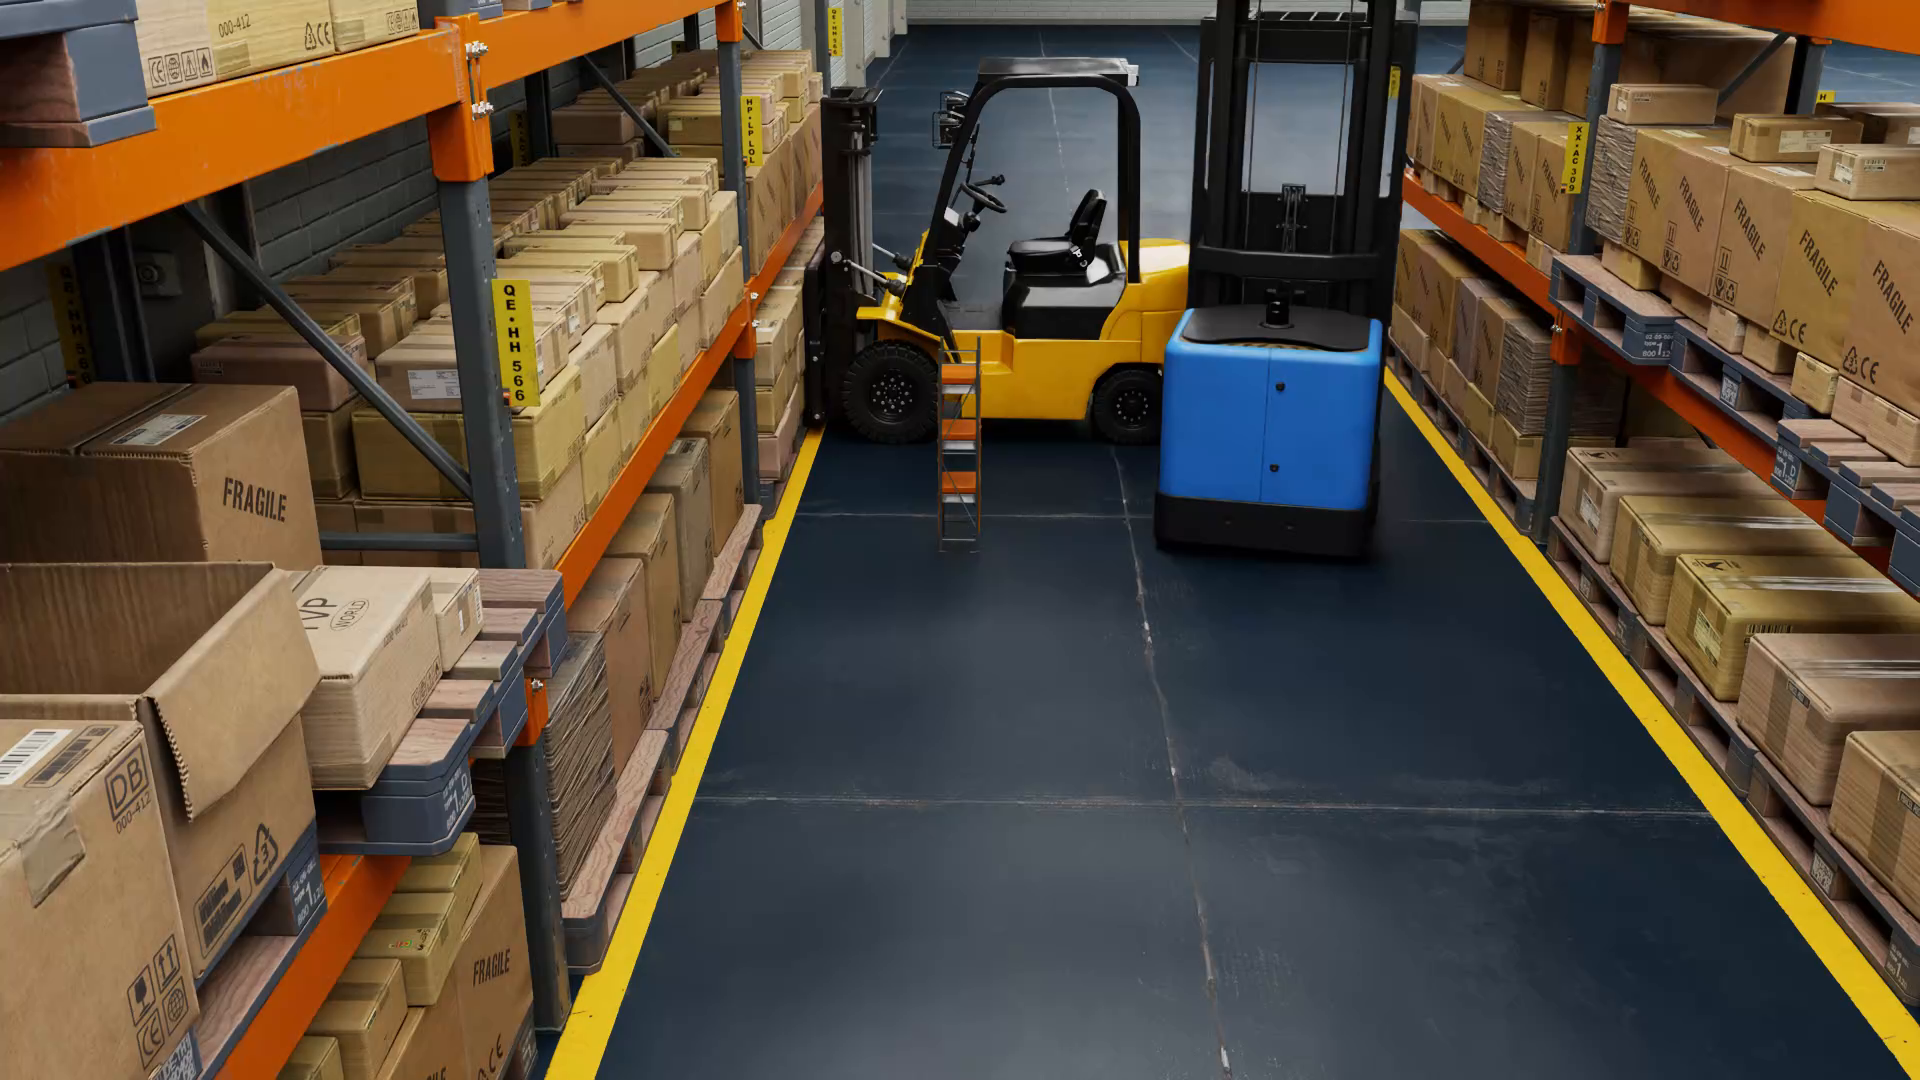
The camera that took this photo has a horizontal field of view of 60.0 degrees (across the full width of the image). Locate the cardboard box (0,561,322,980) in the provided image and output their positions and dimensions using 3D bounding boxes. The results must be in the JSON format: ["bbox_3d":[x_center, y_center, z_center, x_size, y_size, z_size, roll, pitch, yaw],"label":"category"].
[{"bbox_3d":[-1.519,0.358,2.735,0.797,0.503,0.637,0,21,0],"label":"cardboard box"}]

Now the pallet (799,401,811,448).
[{"bbox_3d":[-1.432,-0.866,10.468,1.003,0.211,1.213,1,21,2],"label":"pallet"}]

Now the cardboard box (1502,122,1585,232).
[{"bbox_3d":[3.203,-1.918,8.776,0.500,0.500,0.500,1,21,3],"label":"cardboard box"}]

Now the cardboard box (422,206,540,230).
[{"bbox_3d":[-1.849,-1.200,6.440,0.380,0.149,0.250,0,21,1],"label":"cardboard box"}]

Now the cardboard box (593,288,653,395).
[{"bbox_3d":[-1.346,-0.681,5.653,0.500,0.250,0.500,0,21,0],"label":"cardboard box"}]

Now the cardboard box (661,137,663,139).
[{"bbox_3d":[-1.821,-2.185,8.978,0.380,0.149,0.250,1,21,2],"label":"cardboard box"}]

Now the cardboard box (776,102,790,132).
[{"bbox_3d":[-1.193,-2.457,9.678,0.380,0.149,0.250,0,21,1],"label":"cardboard box"}]

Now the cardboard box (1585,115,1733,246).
[{"bbox_3d":[3.128,-1.598,7.370,0.500,0.500,0.500,1,21,3],"label":"cardboard box"}]

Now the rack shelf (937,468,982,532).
[{"bbox_3d":[-0.002,-0.201,8.394,0.215,0.259,0.240,1,21,2],"label":"rack shelf"}]

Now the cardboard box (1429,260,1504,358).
[{"bbox_3d":[3.215,-1.425,10.239,0.500,0.500,0.500,1,21,3],"label":"cardboard box"}]

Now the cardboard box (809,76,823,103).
[{"bbox_3d":[-1.119,-3.010,11.106,0.380,0.149,0.250,1,21,2],"label":"cardboard box"}]

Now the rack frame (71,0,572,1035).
[{"bbox_3d":[-1.654,0.010,4.356,1.000,3.000,0.127,1,21,2],"label":"rack frame"}]

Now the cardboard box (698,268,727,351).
[{"bbox_3d":[-1.296,-0.999,7.165,0.500,0.250,0.500,1,21,1],"label":"cardboard box"}]

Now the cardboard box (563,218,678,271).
[{"bbox_3d":[-1.261,-1.100,6.183,0.380,0.149,0.250,0,21,0],"label":"cardboard box"}]

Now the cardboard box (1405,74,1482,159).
[{"bbox_3d":[3.259,-2.846,11.169,0.500,0.500,0.500,0,21,1],"label":"cardboard box"}]

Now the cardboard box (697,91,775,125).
[{"bbox_3d":[-1.199,-2.316,8.904,0.380,0.149,0.250,1,21,3],"label":"cardboard box"}]

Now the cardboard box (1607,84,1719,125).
[{"bbox_3d":[3.061,-1.900,7.253,0.380,0.149,0.250,1,21,1],"label":"cardboard box"}]

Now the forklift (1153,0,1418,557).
[{"bbox_3d":[1.840,-1.786,9.080,1.130,2.935,3.031,5,22,13],"label":"forklift"}]

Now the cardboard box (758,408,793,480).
[{"bbox_3d":[-1.187,-0.521,8.947,0.500,0.250,0.500,1,21,2],"label":"cardboard box"}]

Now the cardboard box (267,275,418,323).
[{"bbox_3d":[-1.944,-0.737,5.247,0.380,0.149,0.250,0,21,1],"label":"cardboard box"}]

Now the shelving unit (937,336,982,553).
[{"bbox_3d":[-0.002,-0.470,8.289,0.215,1.050,0.252,1,21,2],"label":"shelving unit"}]

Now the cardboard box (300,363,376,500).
[{"bbox_3d":[-1.918,-0.319,4.720,0.500,0.250,0.500,1,21,3],"label":"cardboard box"}]

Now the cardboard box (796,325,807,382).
[{"bbox_3d":[-1.169,-1.118,9.794,0.500,0.250,0.500,0,21,1],"label":"cardboard box"}]

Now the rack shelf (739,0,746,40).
[{"bbox_3d":[-1.472,-3.222,9.535,1.077,0.370,4.000,1,21,2],"label":"rack shelf"}]

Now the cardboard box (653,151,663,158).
[{"bbox_3d":[-1.770,-1.828,8.956,0.500,0.500,0.500,1,21,2],"label":"cardboard box"}]

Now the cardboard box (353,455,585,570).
[{"bbox_3d":[-1.396,-0.078,4.790,0.500,0.250,0.500,1,21,2],"label":"cardboard box"}]

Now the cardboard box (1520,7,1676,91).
[{"bbox_3d":[3.818,-2.925,9.989,0.700,0.500,0.500,0,21,1],"label":"cardboard box"}]

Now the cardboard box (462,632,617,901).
[{"bbox_3d":[-1.621,0.696,5.291,0.875,0.625,0.625,1,21,3],"label":"cardboard box"}]

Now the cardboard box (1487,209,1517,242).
[{"bbox_3d":[3.162,-1.753,9.247,0.380,0.149,0.250,0,21,1],"label":"cardboard box"}]

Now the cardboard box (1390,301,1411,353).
[{"bbox_3d":[3.250,-1.455,11.352,0.500,0.250,0.500,0,21,1],"label":"cardboard box"}]

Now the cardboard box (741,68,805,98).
[{"bbox_3d":[-1.150,-2.776,10.090,0.380,0.149,0.250,1,21,3],"label":"cardboard box"}]

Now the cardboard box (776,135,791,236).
[{"bbox_3d":[-1.244,-2.012,9.430,0.500,0.500,0.500,0,21,1],"label":"cardboard box"}]

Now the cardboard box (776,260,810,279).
[{"bbox_3d":[-1.151,-1.542,10.195,0.500,0.250,0.500,0,21,1],"label":"cardboard box"}]

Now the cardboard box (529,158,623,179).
[{"bbox_3d":[-1.758,-1.661,7.627,0.380,0.149,0.250,0,21,0],"label":"cardboard box"}]

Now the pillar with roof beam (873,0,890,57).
[{"bbox_3d":[2.700,-14.068,32.345,9.100,9.000,0.400,1,21,2],"label":"pillar with roof beam"}]

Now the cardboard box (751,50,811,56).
[{"bbox_3d":[-1.211,-3.238,11.282,0.380,0.149,0.250,1,21,2],"label":"cardboard box"}]

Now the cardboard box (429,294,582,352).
[{"bbox_3d":[-1.361,-0.641,4.999,0.380,0.149,0.250,1,21,3],"label":"cardboard box"}]

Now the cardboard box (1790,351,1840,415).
[{"bbox_3d":[2.991,-0.516,5.480,0.380,0.149,0.250,1,21,3],"label":"cardboard box"}]

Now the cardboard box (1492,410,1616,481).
[{"bbox_3d":[3.178,-0.514,8.927,0.500,0.250,0.500,2,21,4],"label":"cardboard box"}]

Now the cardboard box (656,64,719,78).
[{"bbox_3d":[-1.676,-2.876,10.349,0.380,0.149,0.250,1,21,3],"label":"cardboard box"}]

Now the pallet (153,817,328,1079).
[{"bbox_3d":[-1.709,0.803,2.579,1.003,0.211,1.213,1,21,2],"label":"pallet"}]

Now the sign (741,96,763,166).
[{"bbox_3d":[-0.990,-1.937,7.882,0.100,0.325,0.005,1,21,2],"label":"sign"}]

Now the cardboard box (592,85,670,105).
[{"bbox_3d":[-1.808,-2.414,9.156,0.380,0.149,0.250,0,21,1],"label":"cardboard box"}]

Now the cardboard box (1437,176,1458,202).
[{"bbox_3d":[3.223,-2.220,10.451,0.380,0.149,0.250,1,21,3],"label":"cardboard box"}]

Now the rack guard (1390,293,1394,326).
[{"bbox_3d":[3.548,-1.636,12.055,1.175,0.500,0.348,1,21,2],"label":"rack guard"}]

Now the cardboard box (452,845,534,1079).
[{"bbox_3d":[-1.452,1.135,4.333,0.500,0.500,0.500,1,21,3],"label":"cardboard box"}]

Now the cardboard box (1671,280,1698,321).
[{"bbox_3d":[3.098,-0.979,6.673,0.380,0.149,0.250,1,21,2],"label":"cardboard box"}]

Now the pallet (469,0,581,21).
[{"bbox_3d":[-1.723,-1.547,4.483,1.213,0.211,1.003,2,21,4],"label":"pallet"}]

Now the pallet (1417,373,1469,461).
[{"bbox_3d":[3.448,-0.768,10.218,1.003,0.211,1.213,1,21,2],"label":"pallet"}]

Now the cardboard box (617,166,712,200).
[{"bbox_3d":[-1.311,-1.566,7.383,0.380,0.149,0.250,0,21,1],"label":"cardboard box"}]

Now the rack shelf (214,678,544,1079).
[{"bbox_3d":[-1.715,1.069,2.623,1.077,0.370,4.000,1,21,2],"label":"rack shelf"}]

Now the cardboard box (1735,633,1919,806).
[{"bbox_3d":[3.349,0.621,5.833,0.950,0.372,0.625,0,21,1],"label":"cardboard box"}]

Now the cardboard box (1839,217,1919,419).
[{"bbox_3d":[3.048,-0.672,4.985,0.500,0.500,0.500,0,21,1],"label":"cardboard box"}]
